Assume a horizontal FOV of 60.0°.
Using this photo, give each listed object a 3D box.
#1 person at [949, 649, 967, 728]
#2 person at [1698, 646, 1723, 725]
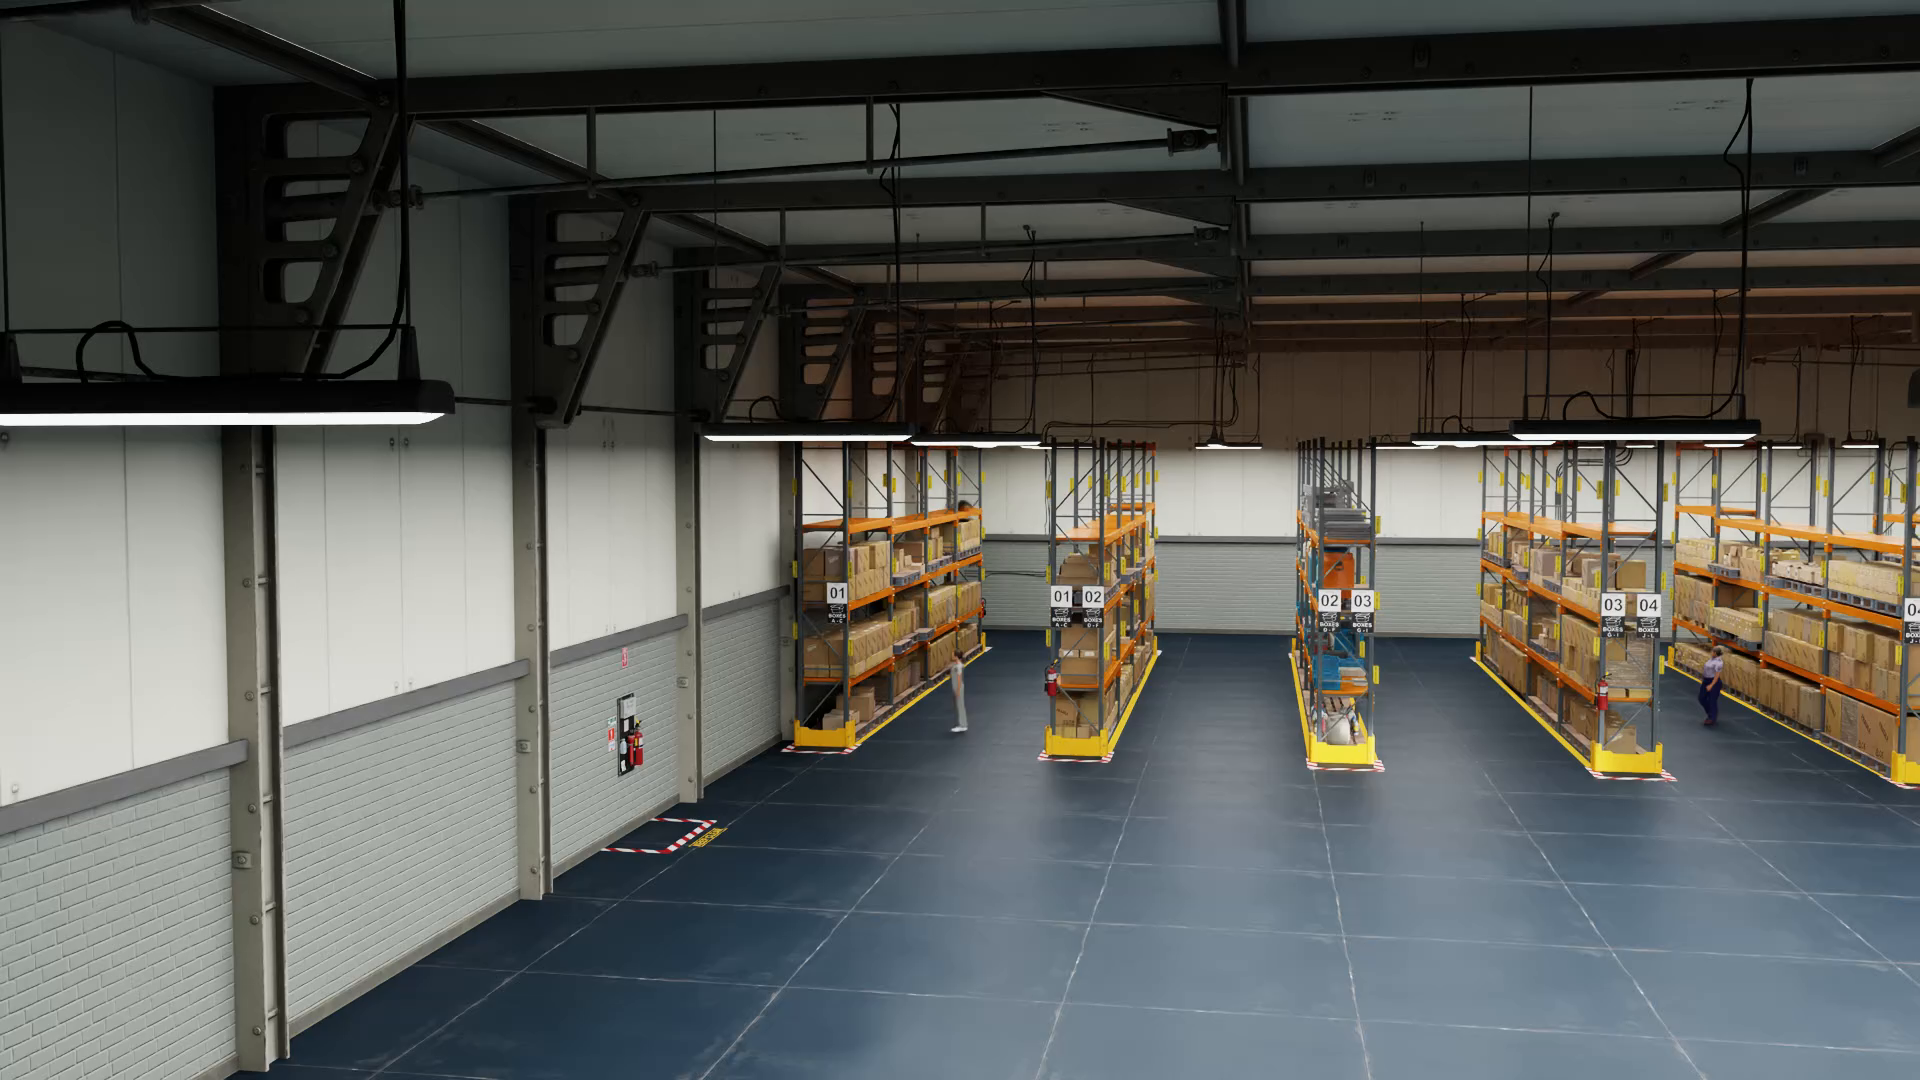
[{"bbox_3d":[-0.042,3.040,34.052,0.376,1.601,0.544,-1,3,-11],"label":"person"},{"bbox_3d":[15.805,3.069,35.009,0.456,1.683,0.556,0,3,-7],"label":"person"}]
